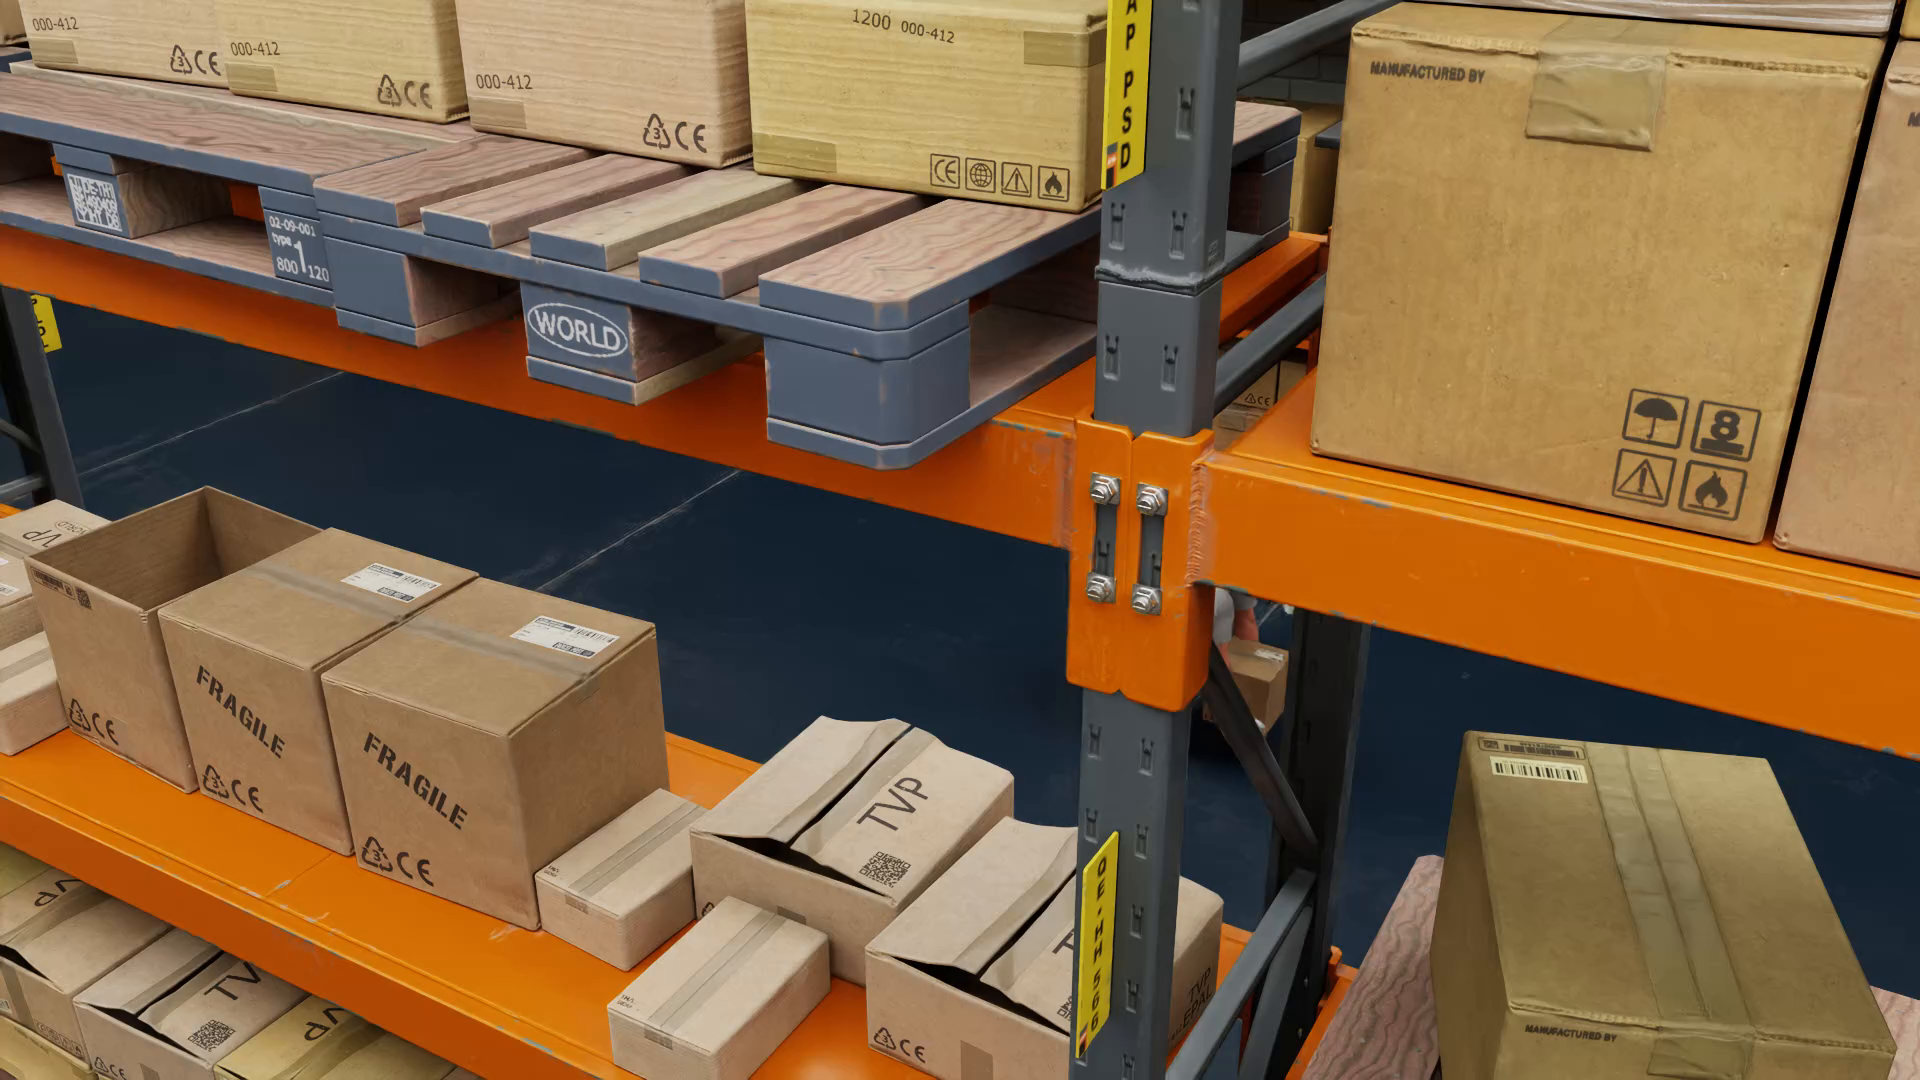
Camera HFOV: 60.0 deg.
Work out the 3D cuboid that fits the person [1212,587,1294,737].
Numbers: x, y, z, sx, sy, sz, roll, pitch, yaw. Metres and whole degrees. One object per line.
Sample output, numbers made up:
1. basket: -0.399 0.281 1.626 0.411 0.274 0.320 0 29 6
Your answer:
1. person: 0.880 0.286 6.337 0.958 1.048 0.519 13 29 24
